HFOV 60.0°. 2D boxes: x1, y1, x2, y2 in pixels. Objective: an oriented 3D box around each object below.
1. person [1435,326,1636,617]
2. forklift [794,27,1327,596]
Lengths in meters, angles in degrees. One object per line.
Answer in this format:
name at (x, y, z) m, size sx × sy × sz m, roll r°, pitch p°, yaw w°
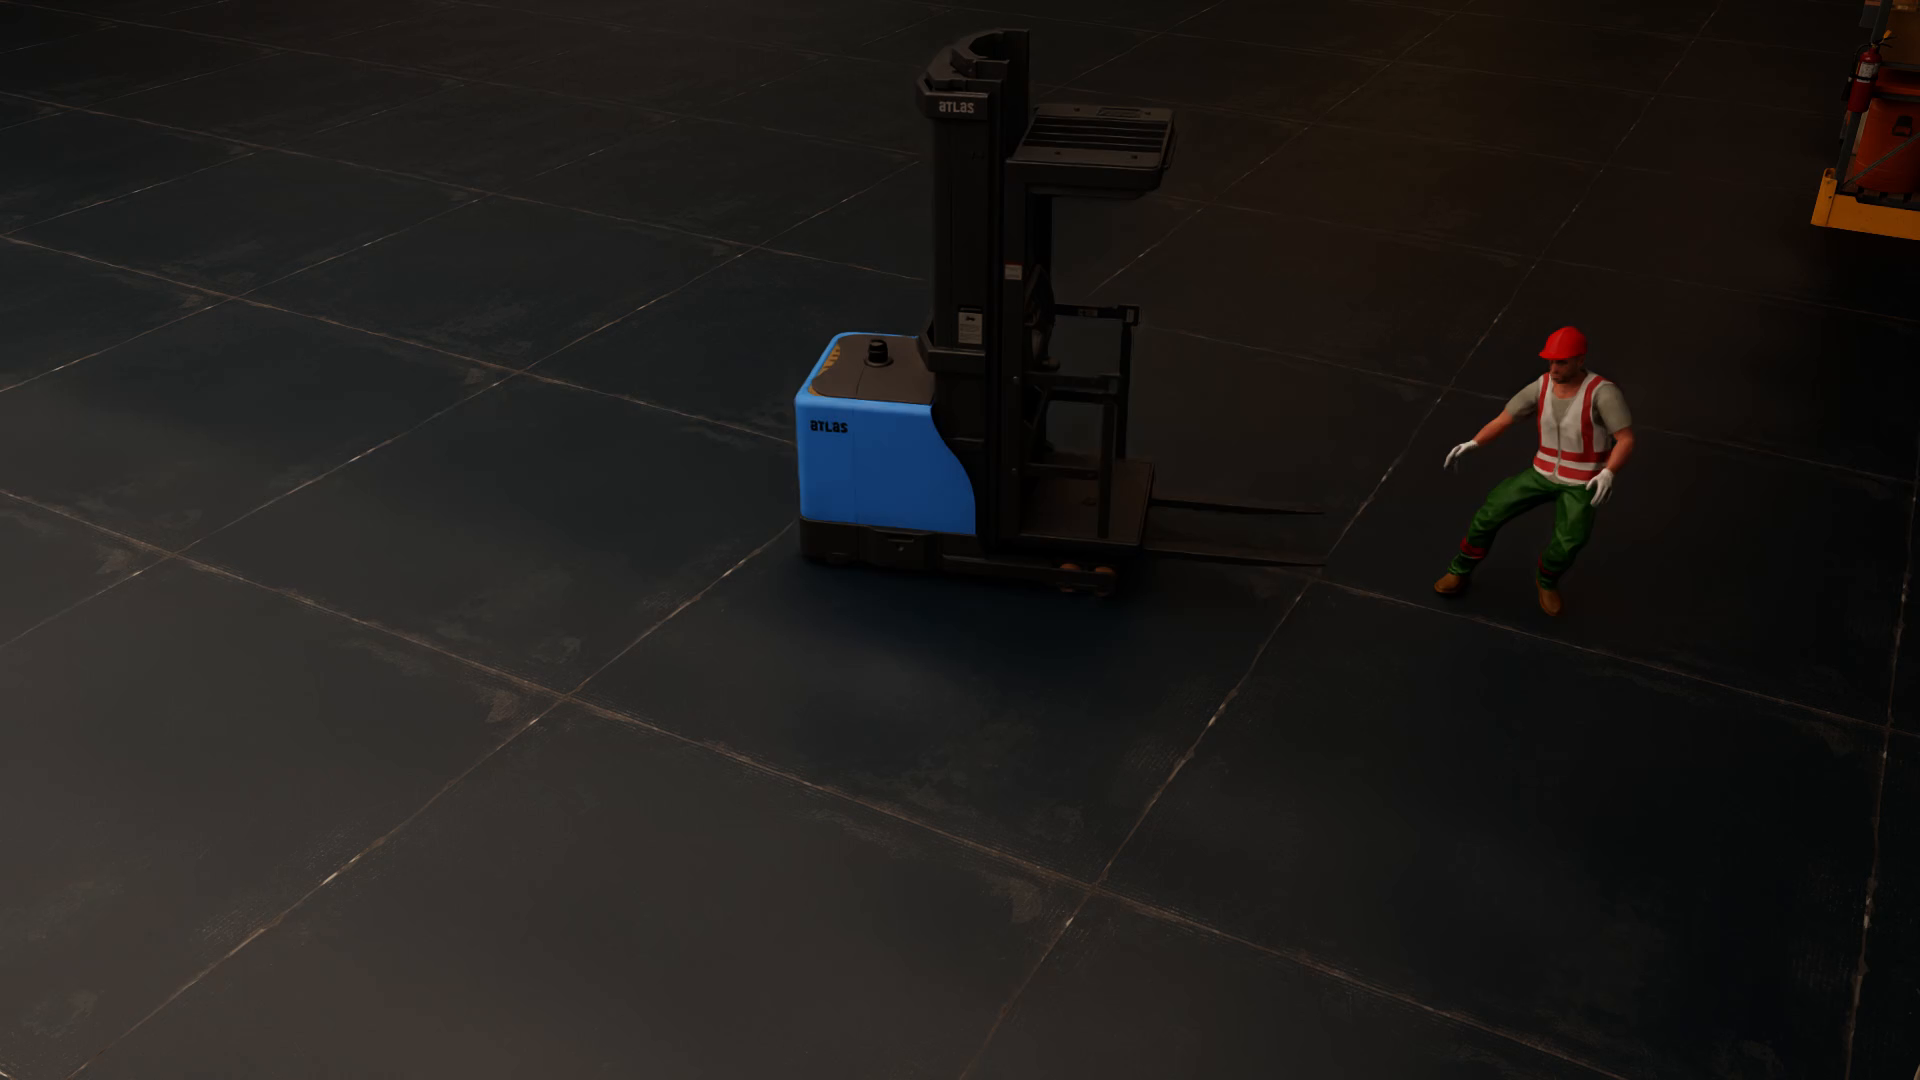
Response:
person at (3.136, -0.327, 8.952) m, size 0.697 × 1.625 × 0.856 m, roll -24°, pitch 37°, yaw -35°
forklift at (0.626, -1.239, 9.217) m, size 3.031 × 2.935 × 1.130 m, roll 5°, pitch 30°, yaw 9°
